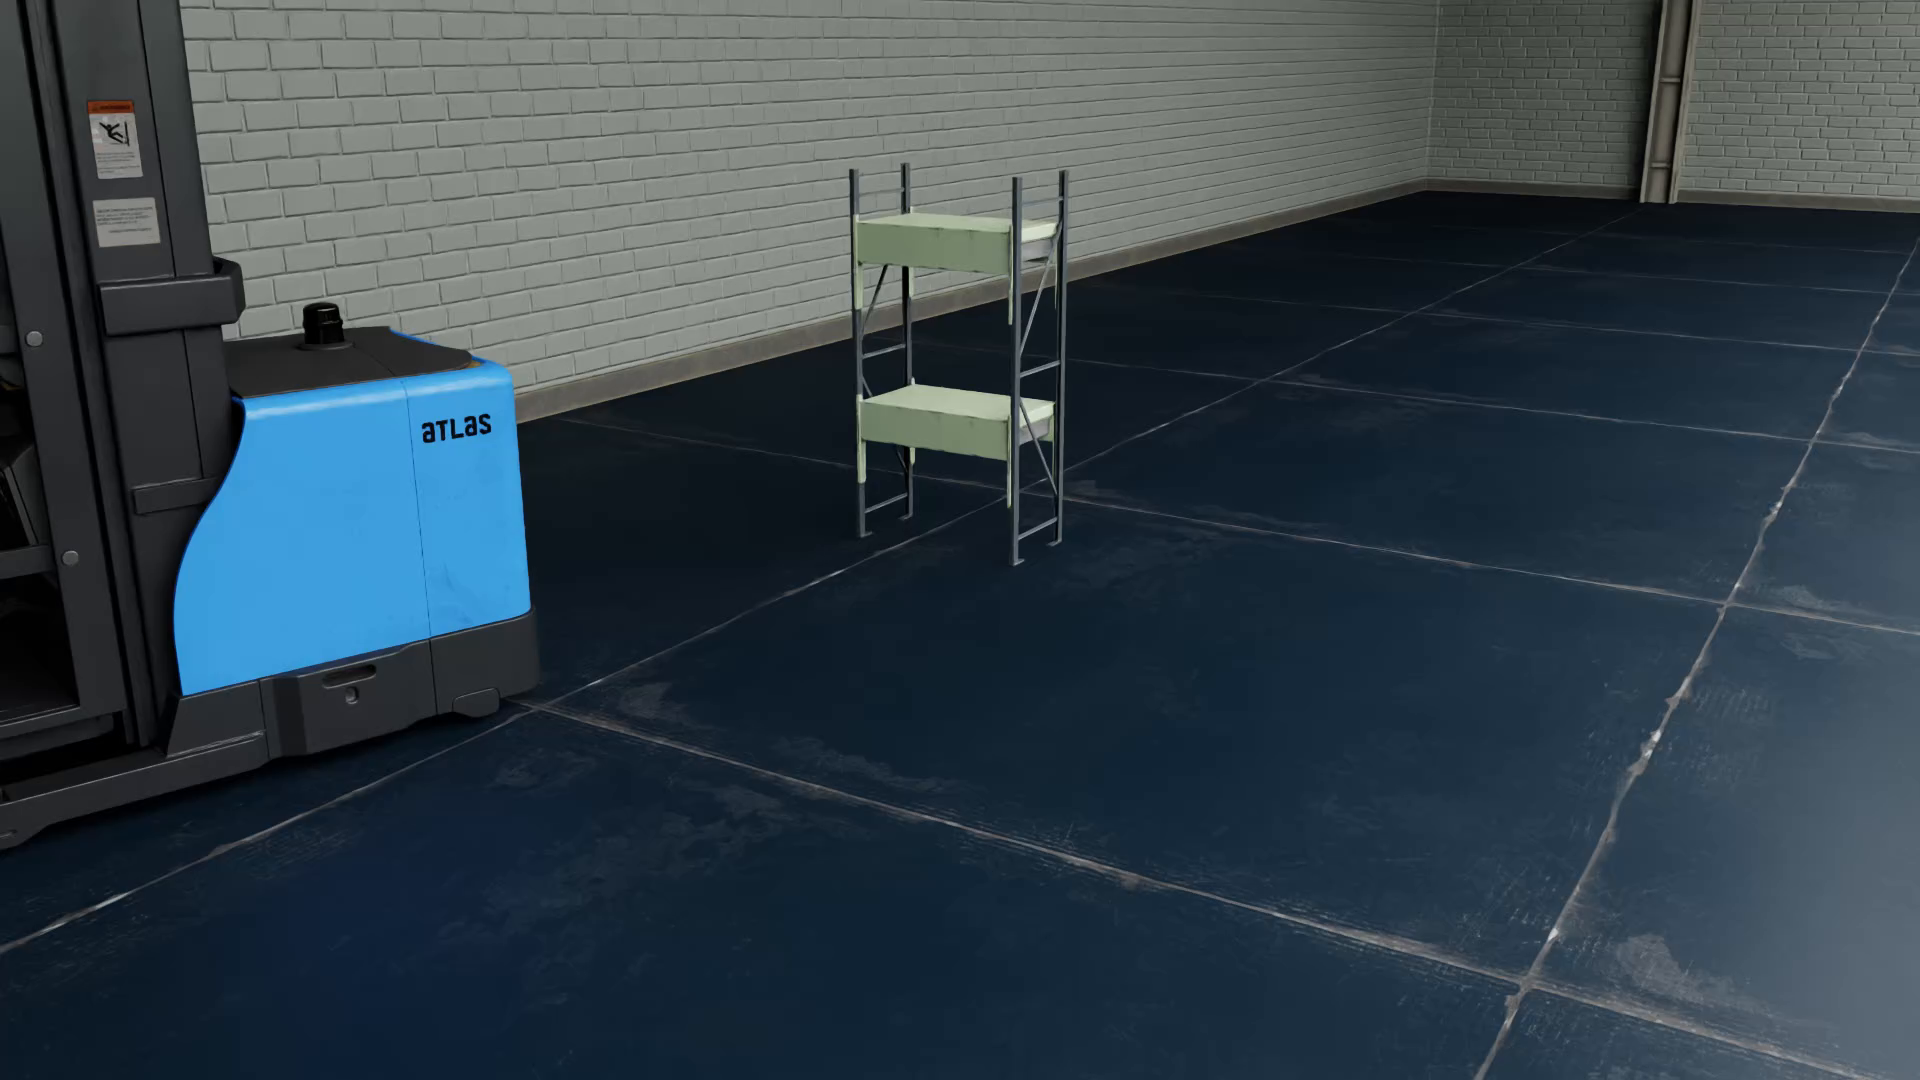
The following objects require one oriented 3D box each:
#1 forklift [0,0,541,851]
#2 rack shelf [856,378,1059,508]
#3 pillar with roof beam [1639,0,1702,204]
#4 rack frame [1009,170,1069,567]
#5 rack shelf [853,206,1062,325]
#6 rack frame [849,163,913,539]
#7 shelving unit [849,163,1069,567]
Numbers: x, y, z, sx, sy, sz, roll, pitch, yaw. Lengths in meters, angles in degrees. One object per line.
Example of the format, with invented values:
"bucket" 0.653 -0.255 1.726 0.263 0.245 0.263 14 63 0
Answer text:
"forklift" -2.750 -0.714 4.188 3.031 2.935 1.130 -14 22 -39
"rack shelf" -0.006 -0.407 6.761 0.720 0.370 0.431 10 20 30
"pillar with roof beam" 6.479 -7.469 15.986 0.400 9.000 9.100 10 20 30
"rack frame" 0.306 -0.663 6.483 0.023 1.500 0.400 10 20 30
"rack shelf" -0.006 -1.092 6.553 0.720 0.370 0.431 10 20 30
"rack frame" -0.318 -0.774 6.850 0.023 1.500 0.400 10 20 30
"shelving unit" -0.006 -0.719 6.667 0.755 1.500 0.431 10 20 30
